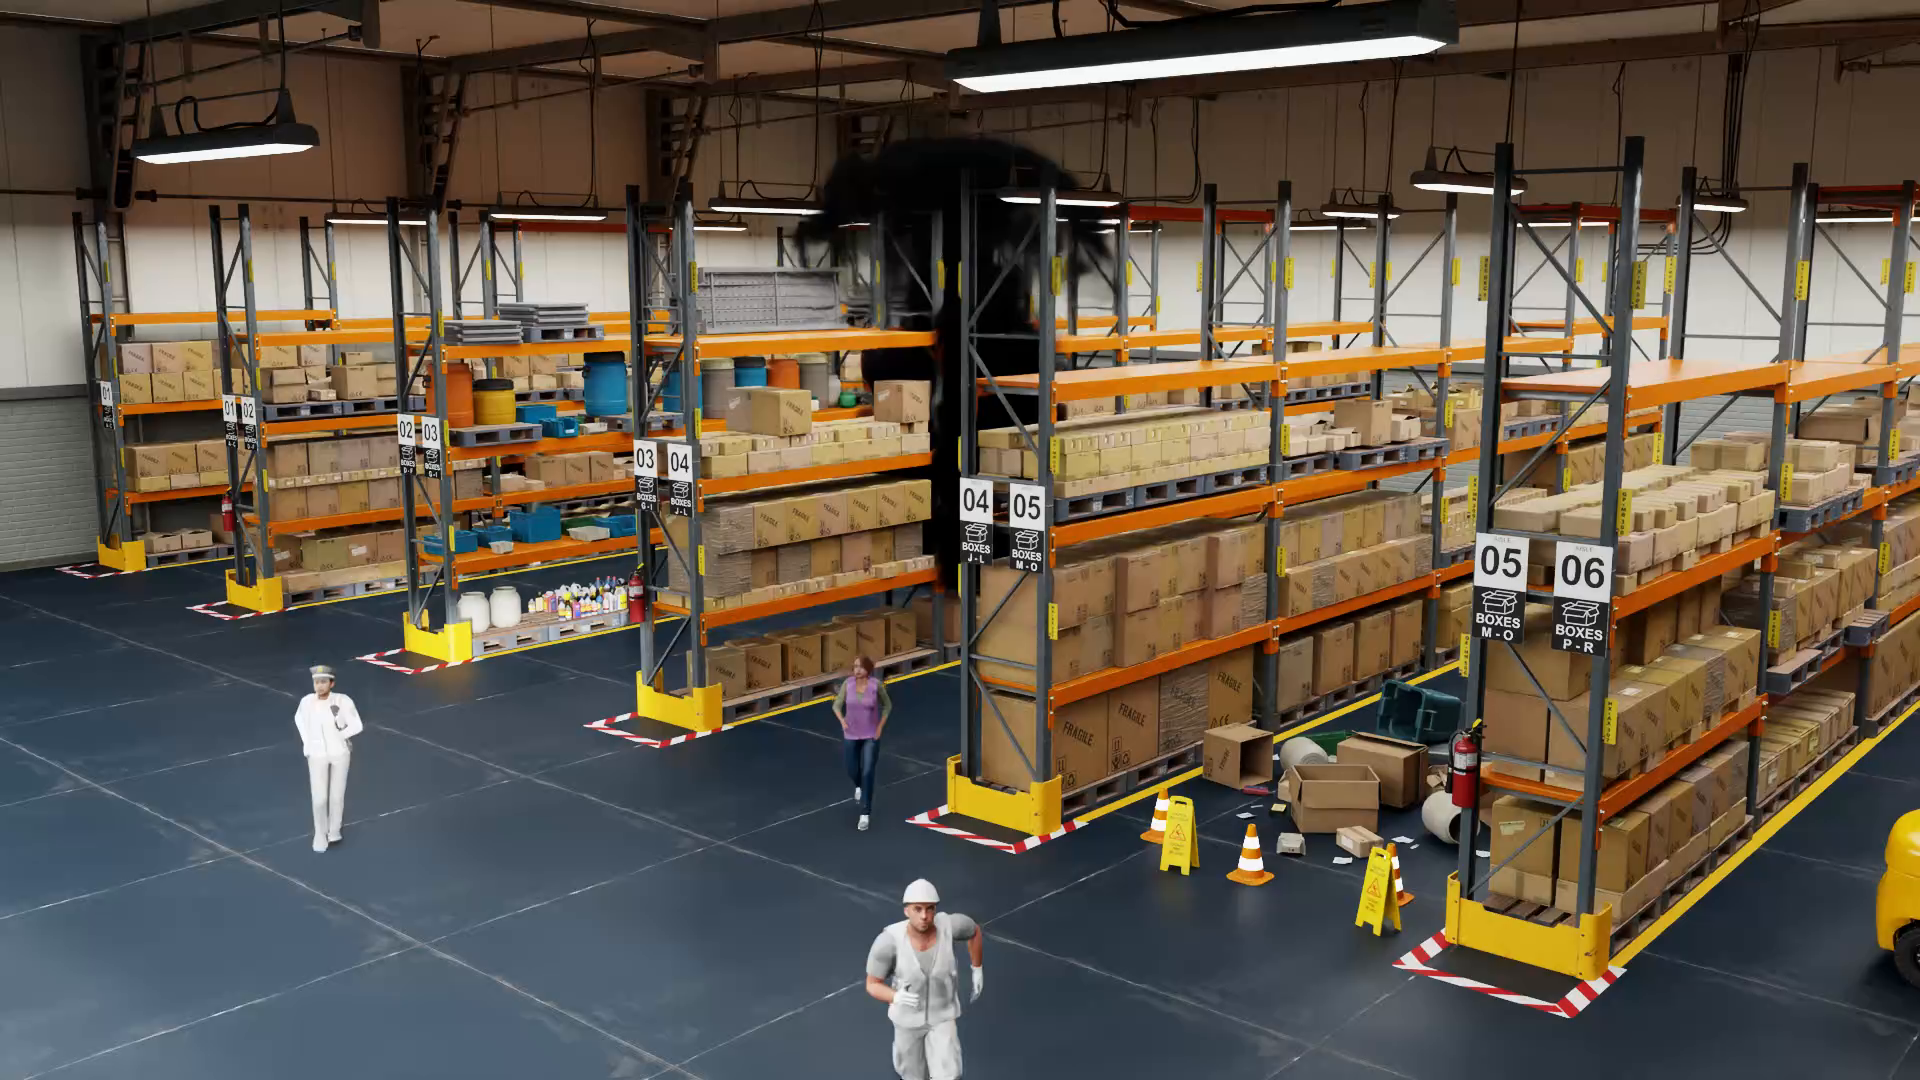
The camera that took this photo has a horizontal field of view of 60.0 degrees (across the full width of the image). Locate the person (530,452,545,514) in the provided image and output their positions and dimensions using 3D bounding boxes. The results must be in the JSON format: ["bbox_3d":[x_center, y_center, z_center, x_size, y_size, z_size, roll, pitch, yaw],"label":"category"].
[{"bbox_3d":[-8.026,-0.878,31.491,0.589,1.653,0.528,8,12,39],"label":"person"}]

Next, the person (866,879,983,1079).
[{"bbox_3d":[-0.189,2.741,9.444,0.695,1.757,0.818,-1,10,-7],"label":"person"}]

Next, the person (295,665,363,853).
[{"bbox_3d":[-5.569,1.931,14.692,0.583,1.709,0.673,-3,10,-15],"label":"person"}]

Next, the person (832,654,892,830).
[{"bbox_3d":[-0.920,1.846,15.512,0.549,1.599,0.653,1,10,7],"label":"person"}]
